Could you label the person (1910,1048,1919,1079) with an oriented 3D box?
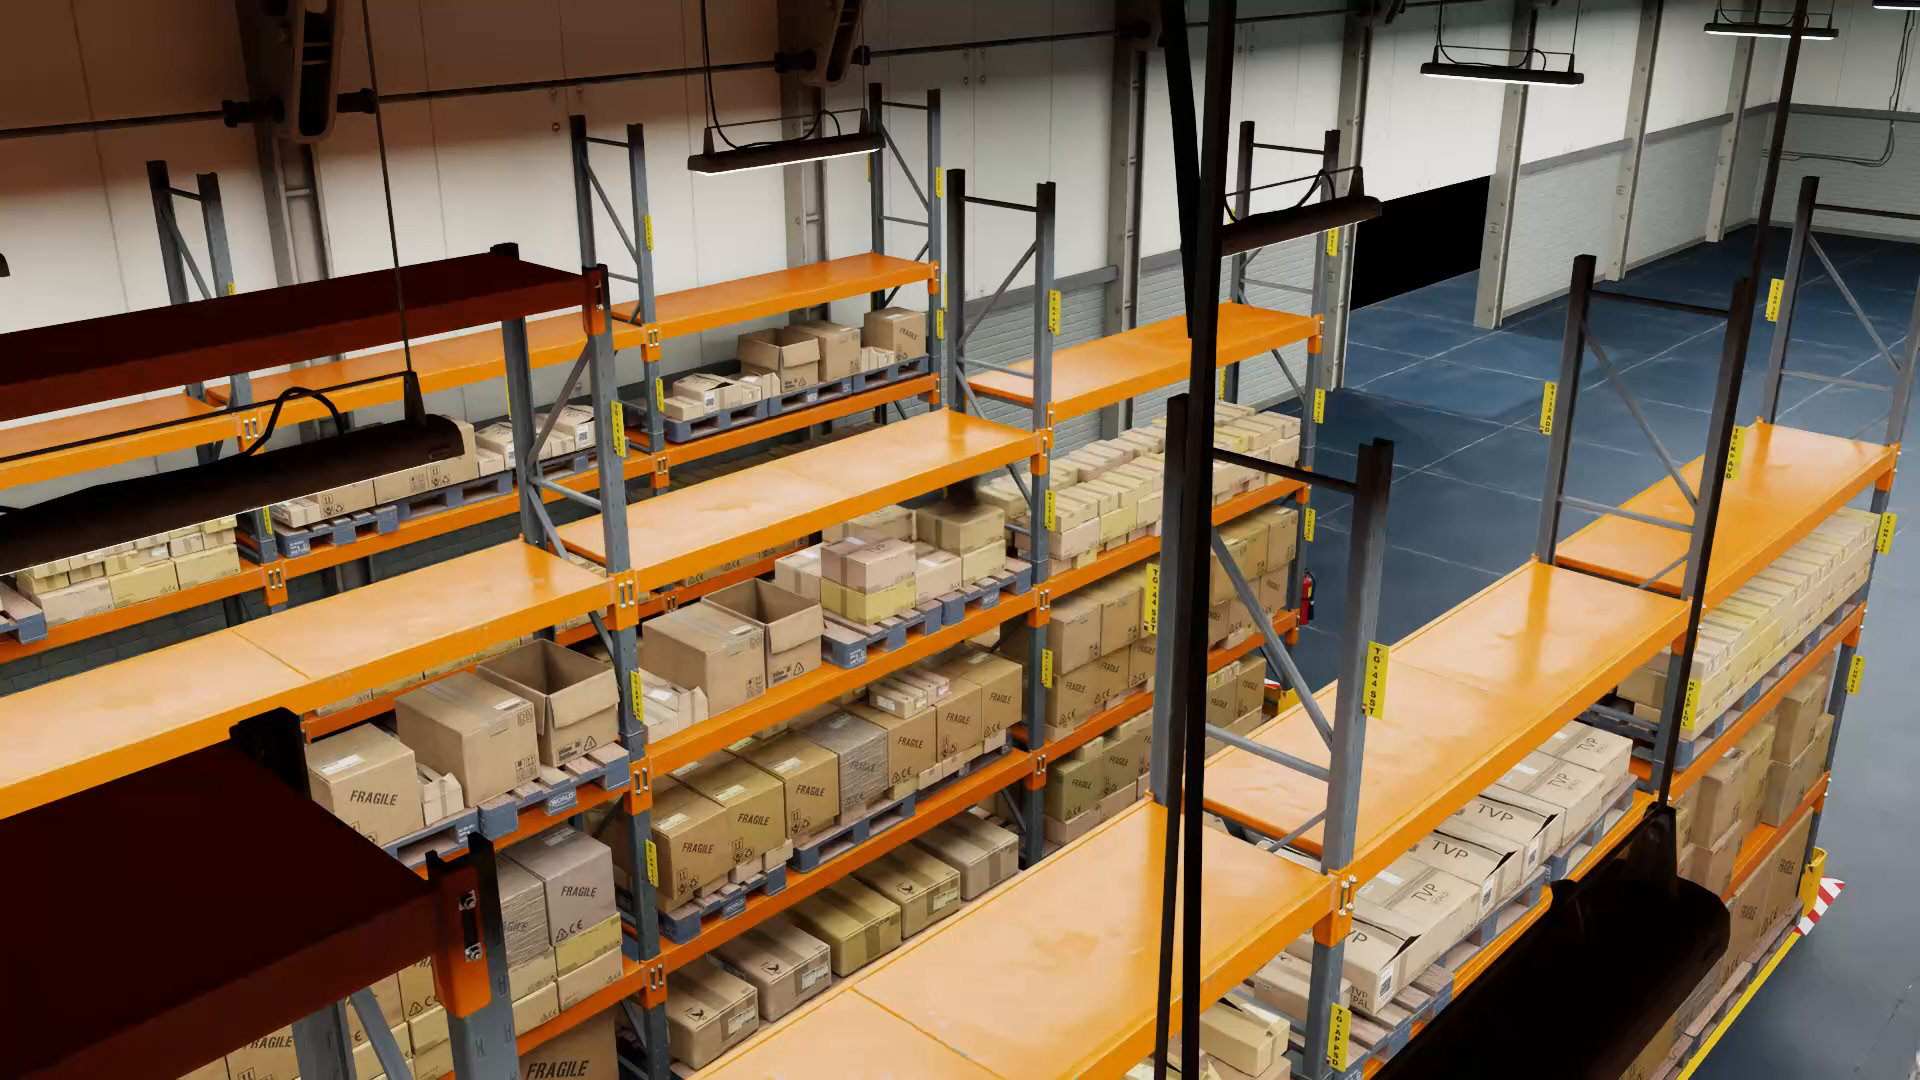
[{"bbox_3d":[6.292,3.521,10.633,0.578,1.844,0.407,-2,21,-6],"label":"person"}]
